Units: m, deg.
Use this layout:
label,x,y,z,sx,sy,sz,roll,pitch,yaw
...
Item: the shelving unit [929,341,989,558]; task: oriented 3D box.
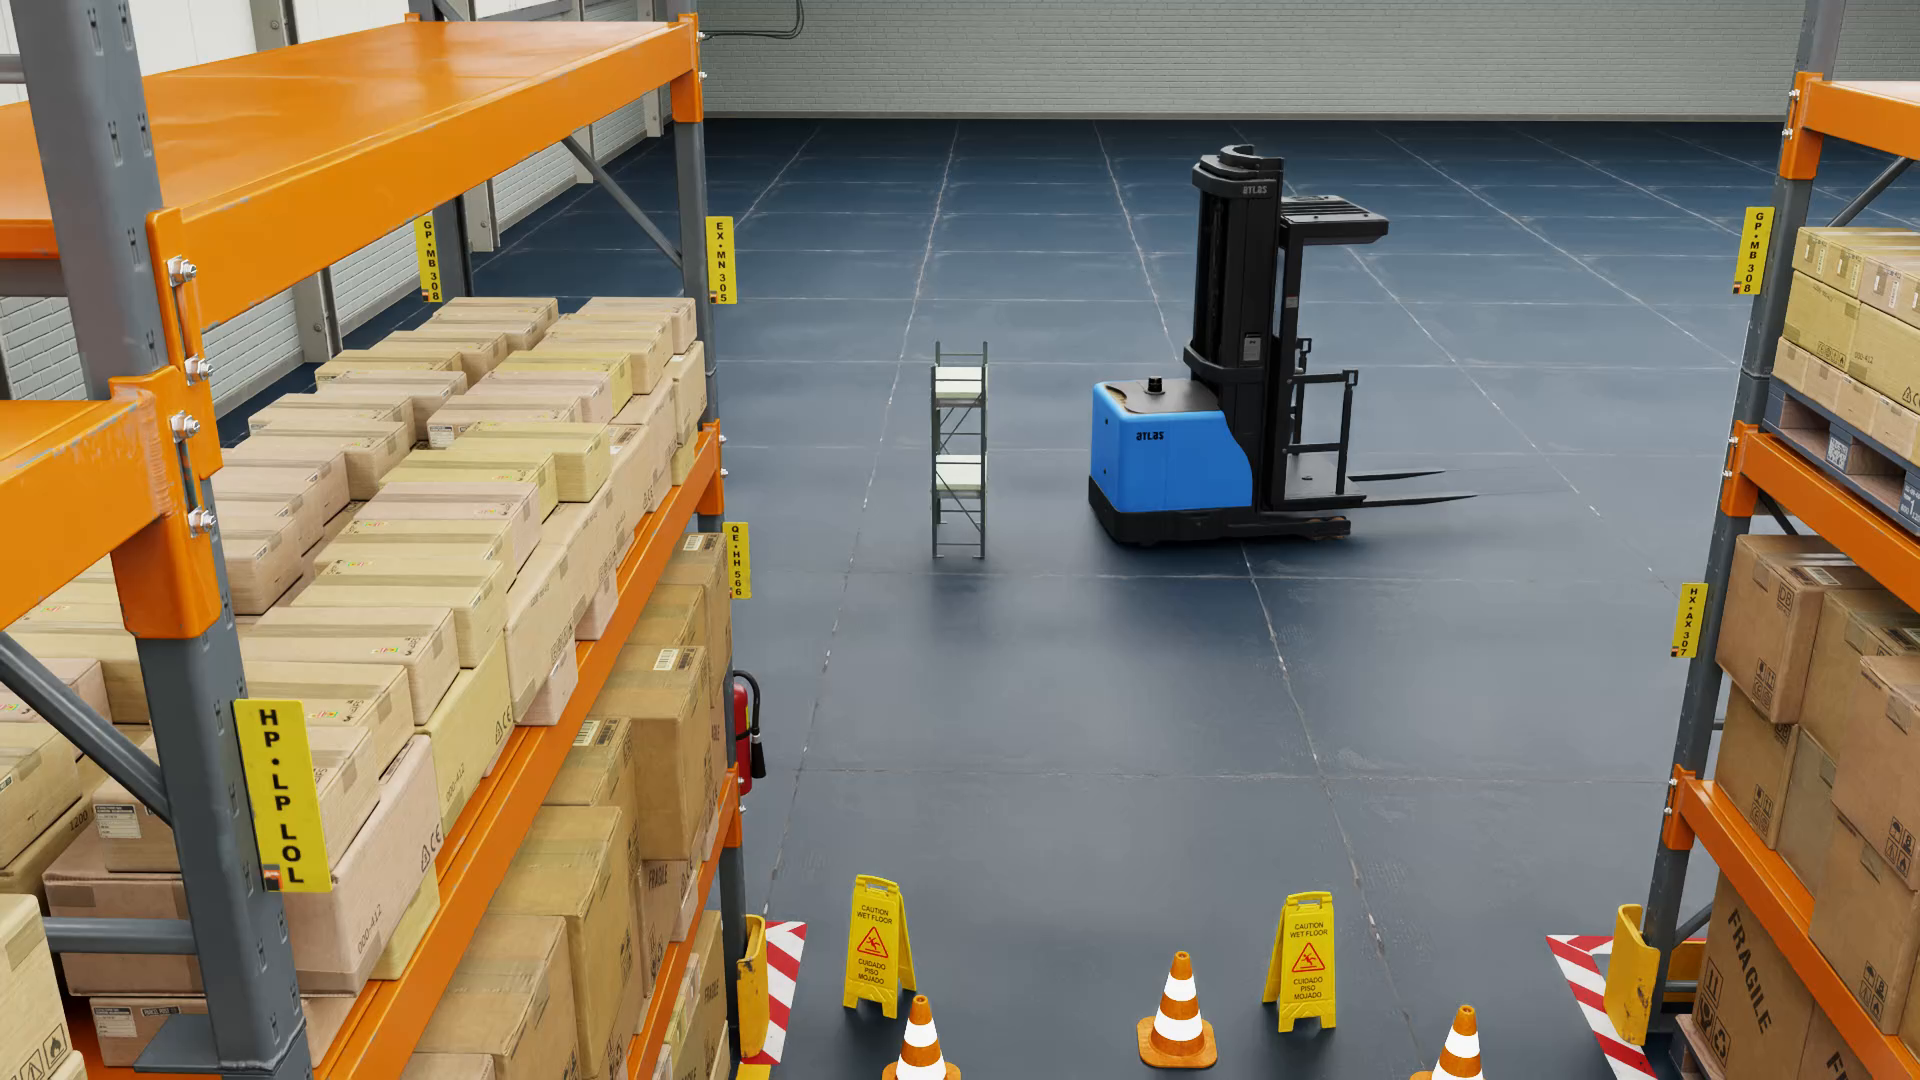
label,x,y,z,sx,sy,sz,roll,pitch,yaw
shelving unit,0.000,-0.702,12.764,0.431,1.500,0.755,1,21,2

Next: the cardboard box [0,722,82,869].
label,x,y,z,sx,sy,sz,roll,pitch,yaw
cardboard box,-1.773,0.434,2.863,0.380,0.149,0.250,1,21,3

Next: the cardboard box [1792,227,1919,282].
label,x,y,z,sx,sy,sz,roll,pitch,yaw
cardboard box,3.180,-1.003,5.847,0.380,0.149,0.250,1,21,2

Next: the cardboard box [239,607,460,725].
label,x,y,z,sx,sy,sz,roll,pitch,yaw
cardboard box,-1.233,0.250,3.335,0.380,0.149,0.250,0,21,0

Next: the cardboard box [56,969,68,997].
label,x,y,z,sx,sy,sz,roll,pitch,yaw
cardboard box,-1.860,0.805,3.009,0.380,0.149,0.250,1,21,2

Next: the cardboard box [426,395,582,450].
label,x,y,z,sx,sy,sz,roll,pitch,yaw
cardboard box,-1.302,-0.311,4.782,0.380,0.149,0.250,0,21,0

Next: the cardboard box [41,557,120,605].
label,x,y,z,sx,sy,sz,roll,pitch,yaw
cardboard box,-1.868,0.150,3.593,0.380,0.149,0.250,1,21,3

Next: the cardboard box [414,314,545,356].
label,x,y,z,sx,sy,sz,roll,pitch,yaw
cardboard box,-1.649,-0.678,5.728,0.380,0.149,0.250,1,21,1

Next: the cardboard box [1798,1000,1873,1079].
label,x,y,z,sx,sy,sz,roll,pitch,yaw
cardboard box,3.529,2.134,5.739,0.875,0.875,0.875,0,21,1

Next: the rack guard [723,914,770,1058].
label,x,y,z,sx,sy,sz,roll,pitch,yaw
rack guard,-1.445,1.950,7.312,1.175,0.500,0.348,1,21,2

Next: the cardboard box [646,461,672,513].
label,x,y,z,sx,sy,sz,roll,pitch,yaw
cardboard box,-1.191,-0.206,5.613,0.380,0.149,0.250,1,21,3

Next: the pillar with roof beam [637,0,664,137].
label,x,y,z,sx,sy,sz,roll,pitch,yaw
pillar with roof beam,-2.111,-12.651,33.193,9.100,9.000,0.400,1,21,2

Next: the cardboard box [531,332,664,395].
label,x,y,z,sx,sy,sz,roll,pitch,yaw
cardboard box,-1.194,-0.585,5.488,0.380,0.149,0.250,0,21,1

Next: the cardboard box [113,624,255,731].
label,x,y,z,sx,sy,sz,roll,pitch,yaw
cardboard box,-1.806,0.391,3.524,0.500,0.250,0.500,0,21,1

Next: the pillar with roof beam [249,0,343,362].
label,x,y,z,sx,sy,sz,roll,pitch,yaw
pillar with roof beam,-2.658,-6.142,16.419,9.100,9.000,0.400,1,21,2

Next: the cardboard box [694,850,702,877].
label,x,y,z,sx,sy,sz,roll,pitch,yaw
cardboard box,-1.166,1.197,6.144,0.380,0.149,0.250,0,21,1

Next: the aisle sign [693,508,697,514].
label,x,y,z,sx,sy,sz,roll,pitch,yaw
aisle sign,-1.151,-0.474,6.510,0.394,0.787,0.004,1,21,2

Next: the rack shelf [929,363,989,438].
label,x,y,z,sx,sy,sz,roll,pitch,yaw
rack shelf,0.000,-1.065,12.623,0.431,0.370,0.720,1,21,2

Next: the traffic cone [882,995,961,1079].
label,x,y,z,sx,sy,sz,roll,pitch,yaw
traffic cone,-0.166,2.110,6.952,0.336,0.463,0.334,1,21,2

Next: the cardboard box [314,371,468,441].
label,x,y,z,sx,sy,sz,roll,pitch,yaw
cardboard box,-1.712,-0.408,5.032,0.380,0.149,0.250,1,21,1

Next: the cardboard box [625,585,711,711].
label,x,y,z,sx,sy,sz,roll,pitch,yaw
cardboard box,-1.263,0.476,5.724,0.700,0.500,0.500,1,21,2

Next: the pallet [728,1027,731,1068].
label,x,y,z,sx,sy,sz,roll,pitch,yaw
pallet,-1.505,2.378,6.608,1.003,0.211,1.213,1,21,2

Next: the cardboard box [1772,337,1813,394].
label,x,y,z,sx,sy,sz,roll,pitch,yaw
cardboard box,3.177,-0.628,5.983,0.380,0.149,0.250,1,21,2

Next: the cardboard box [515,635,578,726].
label,x,y,z,sx,sy,sz,roll,pitch,yaw
cardboard box,-1.183,0.347,4.188,0.380,0.149,0.250,0,21,1

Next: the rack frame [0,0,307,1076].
label,x,y,z,sx,sy,sz,roll,pitch,yaw
rack frame,-1.564,-0.593,2.118,1.000,3.000,0.127,1,21,2

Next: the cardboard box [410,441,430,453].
label,x,y,z,sx,sy,sz,roll,pitch,yaw
cardboard box,-1.740,-0.162,4.949,0.500,0.250,0.500,1,21,3

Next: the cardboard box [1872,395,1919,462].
label,x,y,z,sx,sy,sz,roll,pitch,yaw
cardboard box,3.155,-0.354,5.276,0.380,0.149,0.250,1,21,2

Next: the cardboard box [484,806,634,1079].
label,x,y,z,sx,sy,sz,roll,pitch,yaw
cardboard box,-1.255,1.030,4.297,0.700,0.500,0.500,0,21,0

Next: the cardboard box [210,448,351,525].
label,x,y,z,sx,sy,sz,roll,pitch,yaw
cardboard box,-1.821,-0.128,4.311,0.380,0.149,0.250,1,21,2

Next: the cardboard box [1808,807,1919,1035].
label,x,y,z,sx,sy,sz,roll,pitch,yaw
cardboard box,3.405,1.240,5.479,0.875,0.550,0.550,1,21,2

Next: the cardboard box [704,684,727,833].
label,x,y,z,sx,sy,sz,roll,pitch,yaw
cardboard box,-1.184,0.771,6.345,0.500,0.500,0.500,0,21,1

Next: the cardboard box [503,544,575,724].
label,x,y,z,sx,sy,sz,roll,pitch,yaw
cardboard box,-1.243,0.213,3.983,0.500,0.250,0.500,1,21,2

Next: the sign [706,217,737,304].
label,x,y,z,sx,sy,sz,roll,pitch,yaw
sign,-0.889,-1.041,6.193,0.100,0.325,0.005,1,21,2

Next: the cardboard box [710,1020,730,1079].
label,x,y,z,sx,sy,sz,roll,pitch,yaw
cardboard box,-1.199,2.147,6.569,0.500,0.250,0.500,1,21,1

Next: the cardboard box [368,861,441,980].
label,x,y,z,sx,sy,sz,roll,pitch,yaw
cardboard box,-1.243,0.718,3.232,0.380,0.149,0.250,1,21,2

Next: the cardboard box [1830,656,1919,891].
label,x,y,z,sx,sy,sz,roll,pitch,yaw
cardboard box,3.381,0.736,5.284,0.875,0.550,0.550,1,21,2

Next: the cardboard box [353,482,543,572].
label,x,y,z,sx,sy,sz,roll,pitch,yaw
cardboard box,-1.244,-0.031,4.061,0.380,0.149,0.250,0,21,1

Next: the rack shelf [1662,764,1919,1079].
label,x,y,z,sx,sy,sz,roll,pitch,yaw
rack shelf,3.447,1.834,5.151,1.077,0.370,4.000,1,21,2

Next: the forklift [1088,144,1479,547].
label,x,y,z,sx,sy,sz,roll,pitch,yaw
forklift,2.616,-1.549,12.970,3.031,2.935,1.130,-3,21,-9

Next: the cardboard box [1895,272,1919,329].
label,x,y,z,sx,sy,sz,roll,pitch,yaw
cardboard box,3.155,-0.729,5.139,0.380,0.149,0.250,1,21,2

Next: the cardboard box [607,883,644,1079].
label,x,y,z,sx,sy,sz,roll,pitch,yaw
cardboard box,-1.257,1.316,4.941,0.500,0.500,0.500,1,21,2

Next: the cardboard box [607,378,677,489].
label,x,y,z,sx,sy,sz,roll,pitch,yaw
cardboard box,-1.219,-0.340,5.408,0.500,0.250,0.500,0,21,1

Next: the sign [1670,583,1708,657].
label,x,y,z,sx,sy,sz,roll,pitch,yaw
sign,2.954,0.326,6.735,0.100,0.325,0.005,1,21,2

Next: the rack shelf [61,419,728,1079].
label,x,y,z,sx,sy,sz,roll,pitch,yaw
rack shelf,-1.504,0.417,4.654,1.077,0.370,4.000,1,21,2

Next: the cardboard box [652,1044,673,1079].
label,x,y,z,sx,sy,sz,roll,pitch,yaw
cardboard box,-1.171,1.803,5.521,0.380,0.149,0.250,2,21,4

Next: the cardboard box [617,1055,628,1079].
label,x,y,z,sx,sy,sz,roll,pitch,yaw
cardboard box,-1.206,1.656,4.960,0.380,0.149,0.250,1,21,1

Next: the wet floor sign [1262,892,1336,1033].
label,x,y,z,sx,sy,sz,roll,pitch,yaw
wet floor sign,1.530,1.841,7.393,0.267,0.644,0.232,-3,21,-8

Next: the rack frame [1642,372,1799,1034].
label,x,y,z,sx,sy,sz,roll,pitch,yaw
rack frame,3.508,0.775,6.884,1.000,3.000,0.127,1,21,2
